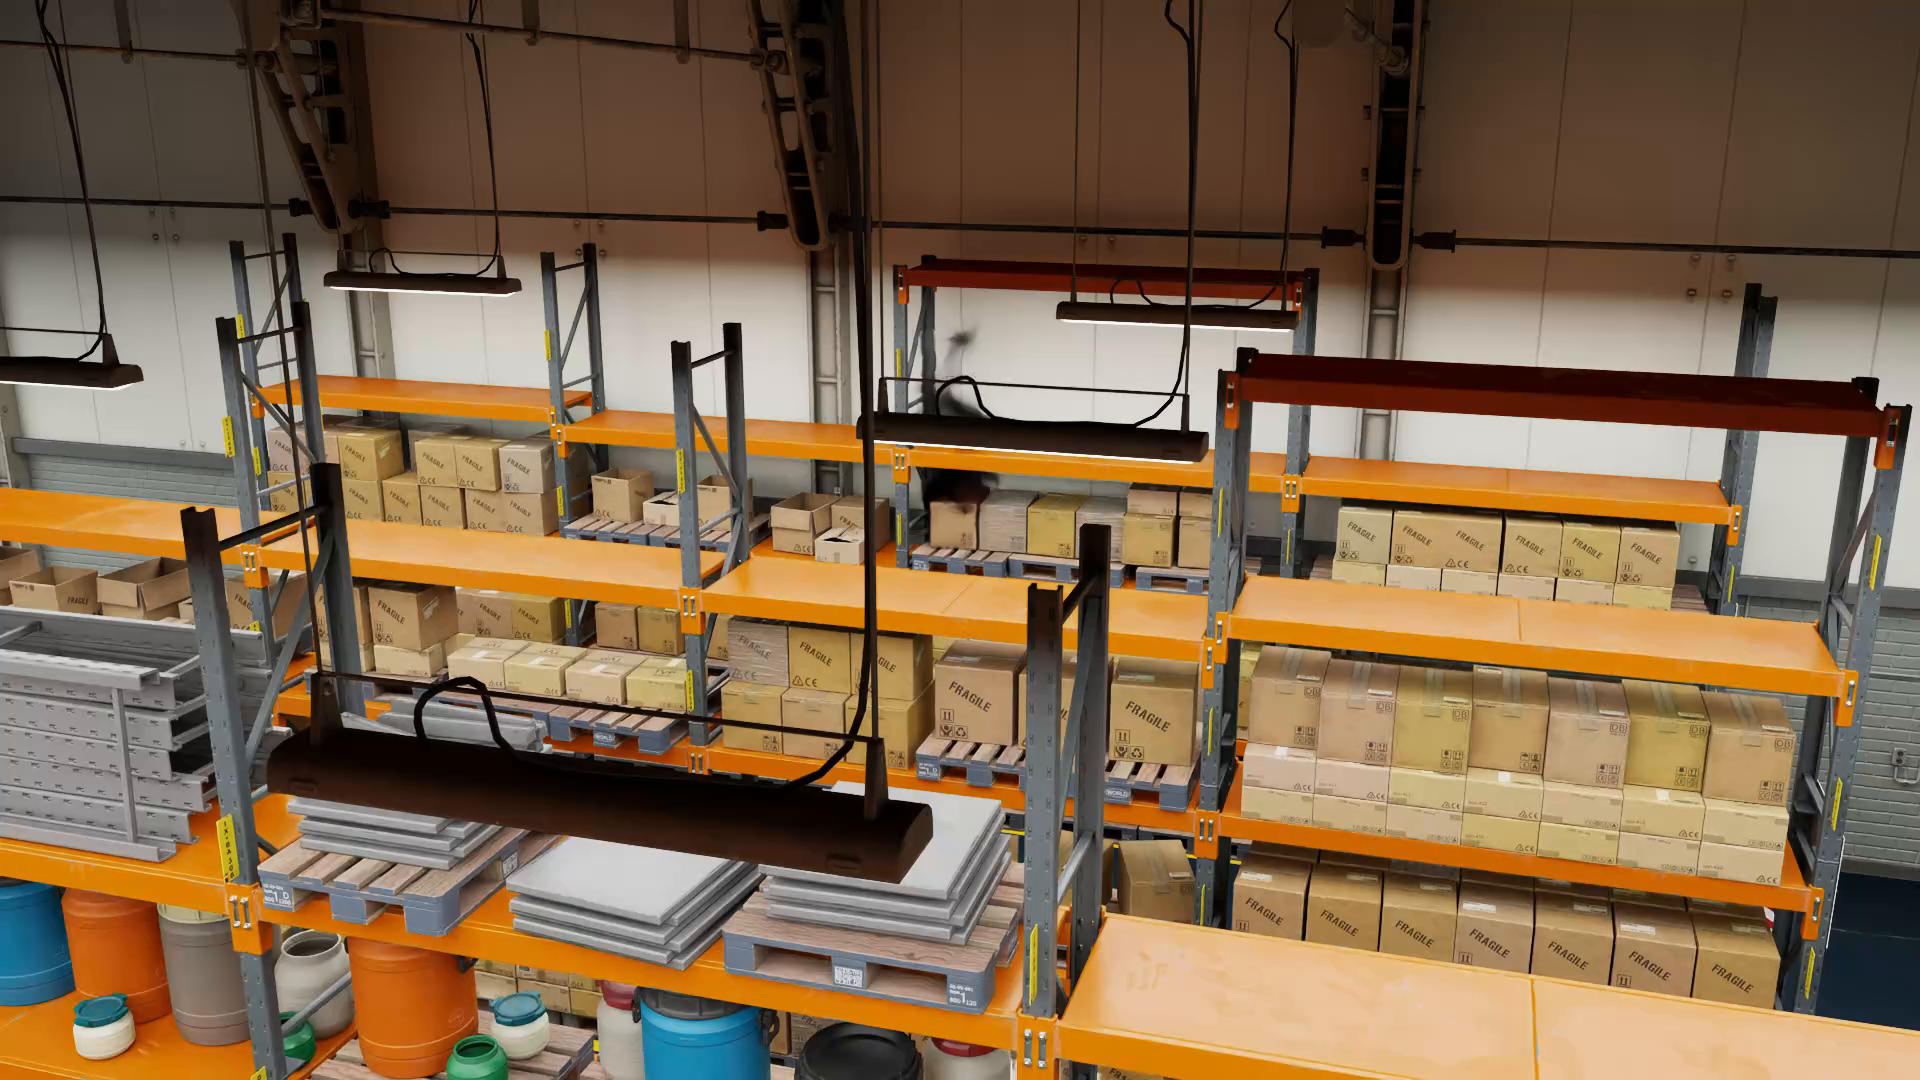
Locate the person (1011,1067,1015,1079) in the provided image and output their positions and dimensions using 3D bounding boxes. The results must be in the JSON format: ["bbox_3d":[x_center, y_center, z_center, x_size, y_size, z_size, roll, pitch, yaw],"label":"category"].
[{"bbox_3d":[0.213,4.211,11.023,0.779,1.736,0.667,2,16,8],"label":"person"}]
